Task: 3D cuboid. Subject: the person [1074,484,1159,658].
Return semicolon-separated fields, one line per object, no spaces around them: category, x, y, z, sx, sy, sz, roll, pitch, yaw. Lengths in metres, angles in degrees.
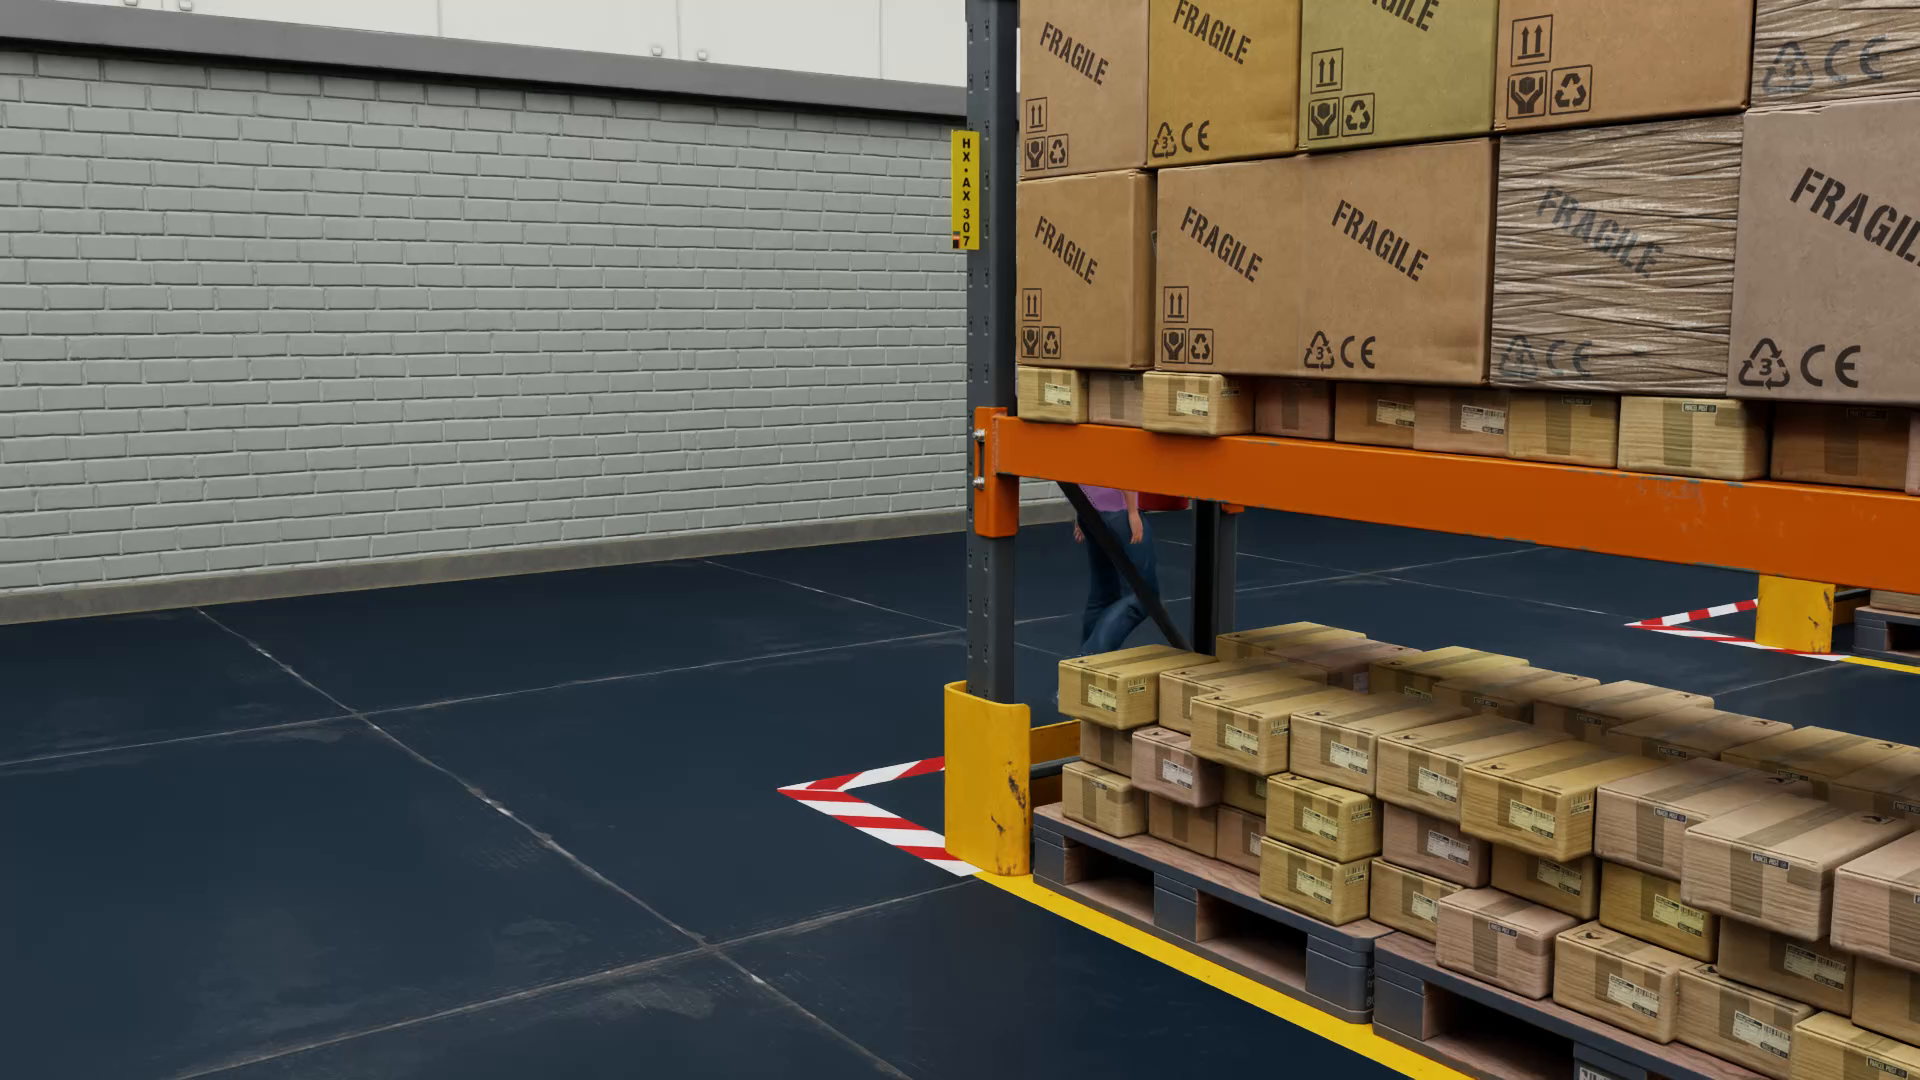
person;0.577;-0.070;6.400;0.522;1.543;0.670;-3;8;-18
